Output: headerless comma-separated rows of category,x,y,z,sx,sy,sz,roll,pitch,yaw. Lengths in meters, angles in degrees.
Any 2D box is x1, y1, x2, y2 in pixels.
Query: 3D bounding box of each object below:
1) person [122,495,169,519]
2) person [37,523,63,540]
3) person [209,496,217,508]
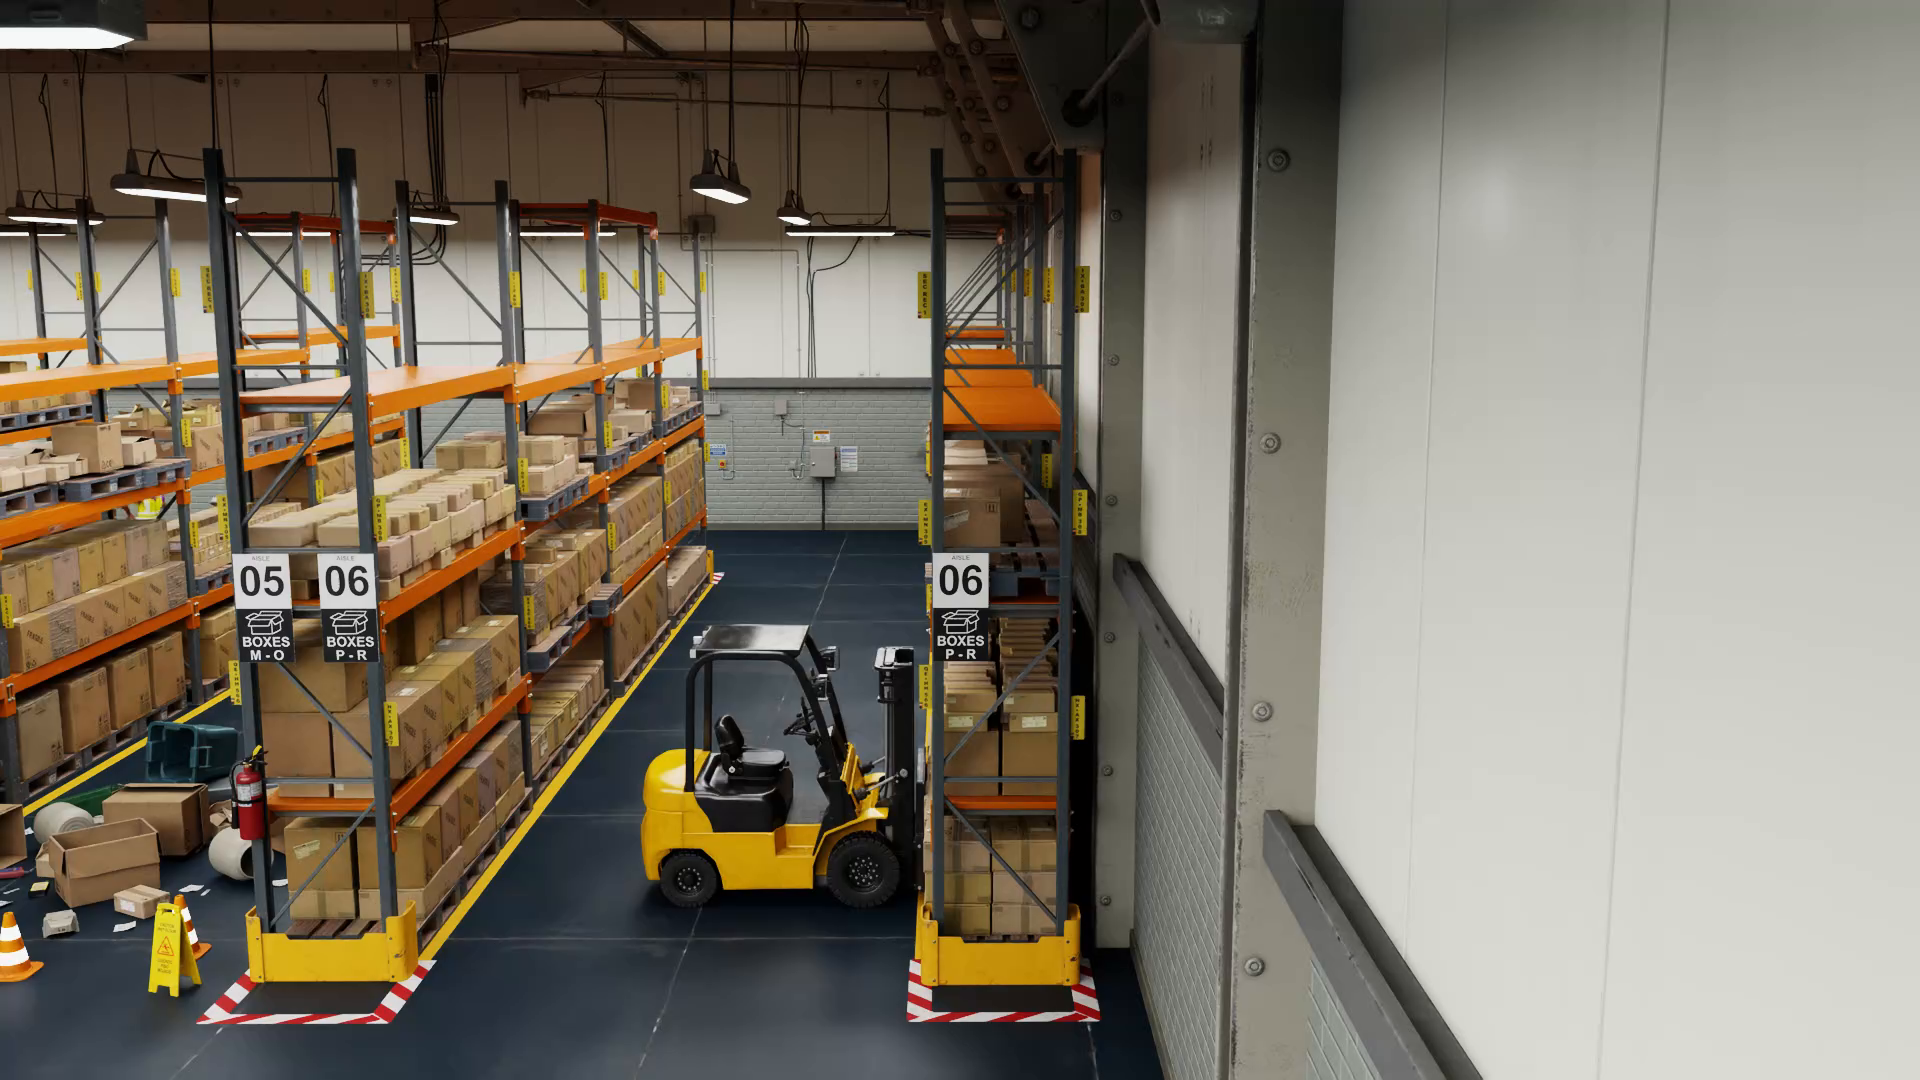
person,-14.011,-0.315,28.796,0.970,1.766,0.726,3,10,20
person,-12.842,0.542,23.648,0.707,1.733,0.632,-2,9,-10
person,-11.554,0.174,25.921,0.684,1.725,0.593,0,9,2
